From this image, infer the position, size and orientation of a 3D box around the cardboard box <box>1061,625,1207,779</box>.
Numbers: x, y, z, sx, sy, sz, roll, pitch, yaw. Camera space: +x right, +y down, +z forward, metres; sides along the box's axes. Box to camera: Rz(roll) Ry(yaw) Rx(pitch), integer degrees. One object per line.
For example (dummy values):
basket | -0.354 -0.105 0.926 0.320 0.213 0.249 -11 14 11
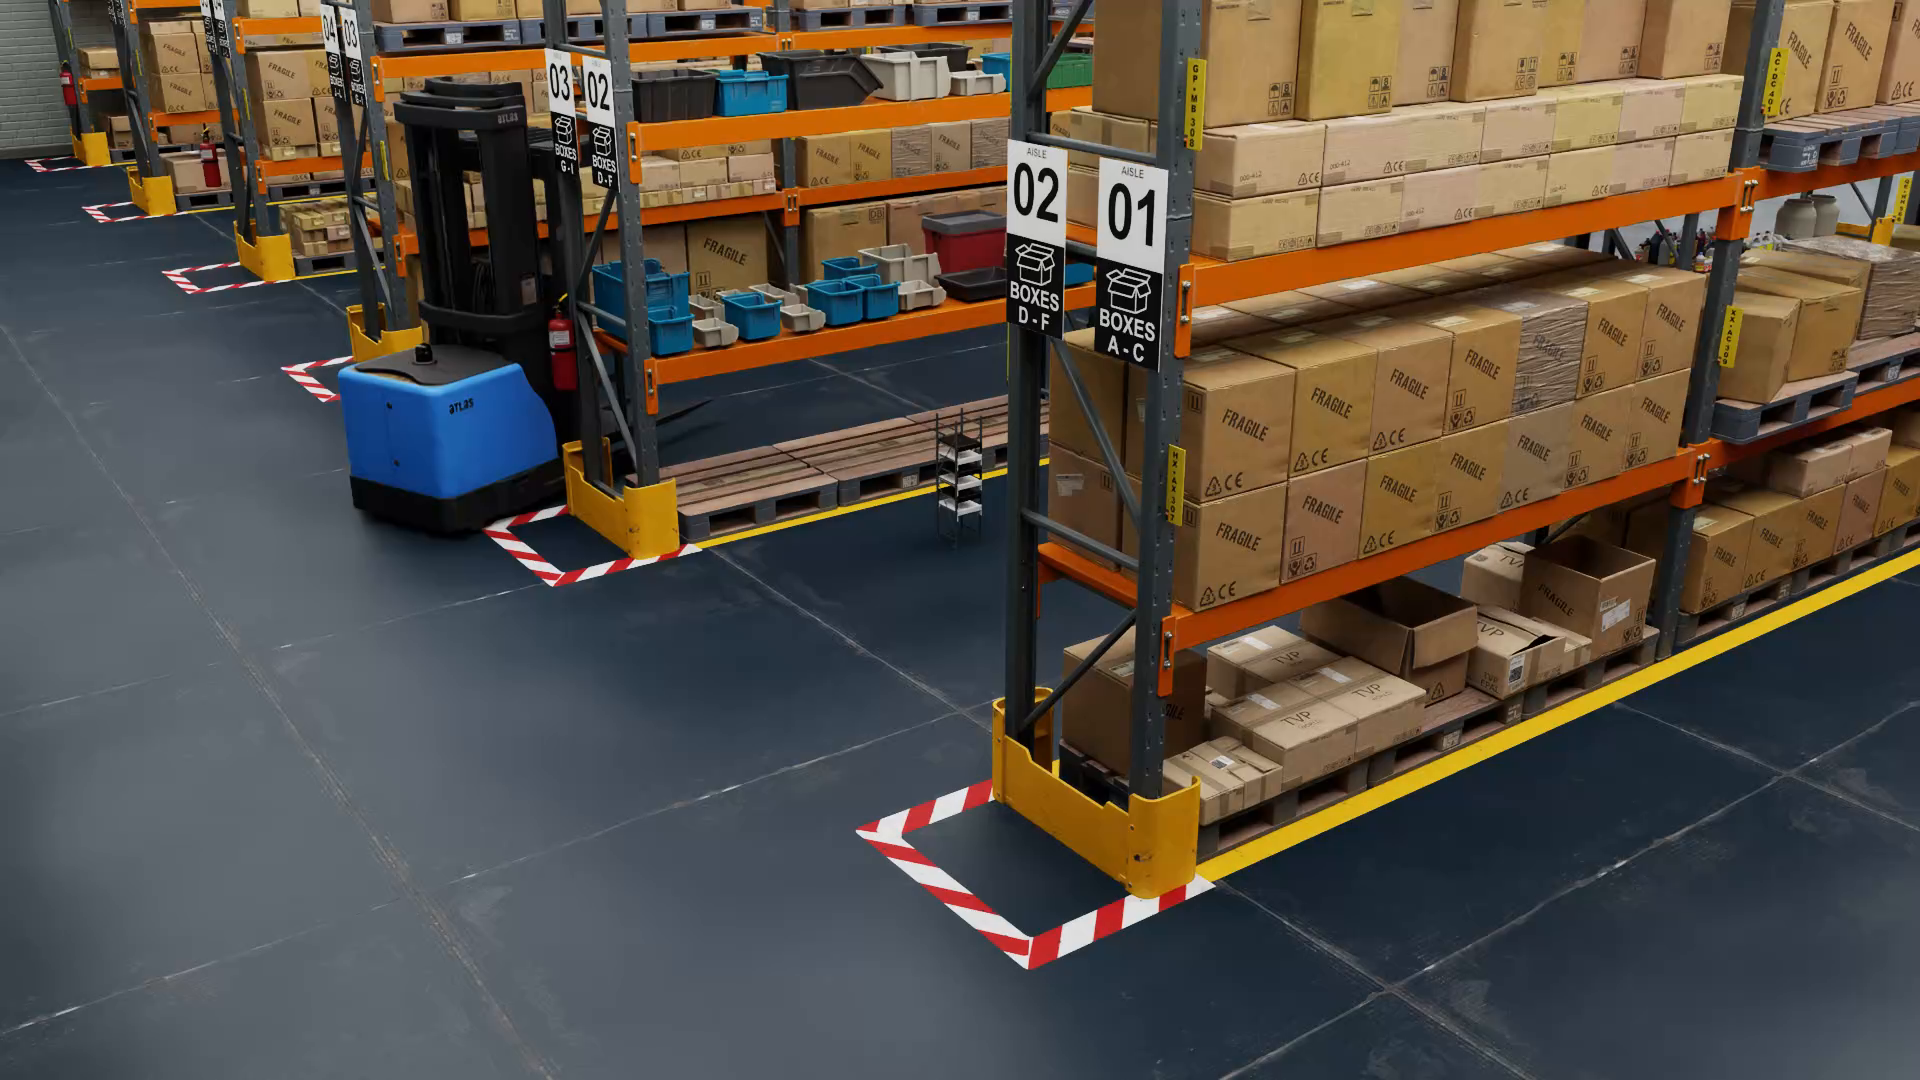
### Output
cardboard box | 0.850 0.783 8.167 0.500 0.500 0.500 -15 26 -33

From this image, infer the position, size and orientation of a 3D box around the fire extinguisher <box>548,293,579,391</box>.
fire extinguisher | -2.725 -1.368 11.385 0.183 0.674 0.296 -15 26 -33

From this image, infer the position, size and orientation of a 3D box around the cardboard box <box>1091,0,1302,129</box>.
cardboard box | 0.960 -2.002 6.836 0.500 0.500 0.700 -15 26 -33

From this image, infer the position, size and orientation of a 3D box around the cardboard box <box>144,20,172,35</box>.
cardboard box | -10.567 -6.750 21.907 0.250 0.149 0.380 -14 26 -32

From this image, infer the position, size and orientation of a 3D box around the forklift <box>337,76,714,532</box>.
forklift | -3.111 -1.913 12.235 1.130 2.935 3.031 13 25 29

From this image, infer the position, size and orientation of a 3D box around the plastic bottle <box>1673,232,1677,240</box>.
plastic bottle | 8.022 -3.329 18.763 0.133 0.283 0.061 -13 25 -29

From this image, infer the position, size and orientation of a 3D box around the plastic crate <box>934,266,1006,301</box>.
plastic crate | 0.158 -1.916 12.441 0.590 0.125 0.437 -15 26 -33

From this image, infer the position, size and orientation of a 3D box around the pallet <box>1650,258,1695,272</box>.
pallet | 7.973 -2.908 18.400 1.213 0.211 1.003 -15 26 -33

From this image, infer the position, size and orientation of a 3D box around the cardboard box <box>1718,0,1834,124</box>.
cardboard box | 4.252 -2.616 9.021 0.600 0.600 0.600 -18 28 -38

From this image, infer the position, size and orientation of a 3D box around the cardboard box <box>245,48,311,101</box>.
cardboard box | -7.525 -5.144 18.354 0.500 0.500 0.500 -15 26 -33

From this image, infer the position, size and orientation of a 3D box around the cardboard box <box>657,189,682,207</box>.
cardboard box | -2.874 -3.325 16.021 0.250 0.149 0.380 -14 26 -32

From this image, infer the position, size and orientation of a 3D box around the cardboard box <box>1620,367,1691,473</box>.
cardboard box | 3.544 -0.709 8.991 0.500 0.500 0.500 -14 26 -32

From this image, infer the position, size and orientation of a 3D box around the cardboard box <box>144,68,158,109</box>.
cardboard box | -10.780 -6.175 22.689 0.500 0.500 0.500 -15 26 -33

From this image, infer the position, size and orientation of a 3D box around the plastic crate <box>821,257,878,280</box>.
plastic crate | -0.820 -1.945 12.368 0.300 0.233 0.416 -15 26 -33

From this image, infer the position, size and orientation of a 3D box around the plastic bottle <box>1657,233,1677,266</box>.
plastic bottle | 7.842 -3.227 18.418 0.185 0.351 0.144 -15 26 -33

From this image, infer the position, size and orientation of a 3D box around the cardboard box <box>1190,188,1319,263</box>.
cardboard box | 1.118 -1.340 6.863 0.500 0.250 0.500 -15 26 -33

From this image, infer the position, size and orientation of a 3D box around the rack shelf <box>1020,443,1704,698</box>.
rack shelf | 2.176 -0.081 8.523 4.000 0.370 1.077 -15 26 -33

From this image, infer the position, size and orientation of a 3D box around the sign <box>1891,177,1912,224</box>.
sign | 6.720 -2.418 11.846 0.005 0.325 0.100 -15 26 -33

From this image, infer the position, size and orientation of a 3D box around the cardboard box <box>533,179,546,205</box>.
cardboard box | -3.854 -3.277 15.362 0.500 0.250 0.500 -16 27 -35

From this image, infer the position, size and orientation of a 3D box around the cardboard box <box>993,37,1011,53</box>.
cardboard box | 0.470 -7.255 24.047 0.500 0.500 0.700 -15 26 -32

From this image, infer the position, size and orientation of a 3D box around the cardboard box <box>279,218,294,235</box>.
cardboard box | -7.783 -3.687 19.466 0.250 0.149 0.380 -16 27 -34

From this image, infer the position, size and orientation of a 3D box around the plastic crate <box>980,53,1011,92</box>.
plastic crate | 0.357 -3.361 11.951 0.300 0.233 0.416 -15 26 -33

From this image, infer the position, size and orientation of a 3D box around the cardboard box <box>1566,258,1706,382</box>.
cardboard box | 3.540 -1.172 8.801 0.500 0.500 0.500 -15 26 -33

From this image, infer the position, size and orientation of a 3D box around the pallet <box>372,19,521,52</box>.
pallet | -4.634 -4.479 14.646 1.213 0.211 1.003 -15 26 -33

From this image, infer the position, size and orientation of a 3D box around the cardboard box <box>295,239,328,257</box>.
cardboard box | -7.432 -3.365 19.063 0.250 0.149 0.380 -14 26 -32

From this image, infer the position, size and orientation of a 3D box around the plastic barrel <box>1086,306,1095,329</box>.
plastic barrel | 1.361 -1.672 13.804 0.708 0.901 0.600 -15 26 -33

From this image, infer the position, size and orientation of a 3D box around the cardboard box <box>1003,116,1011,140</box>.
cardboard box | 0.600 -4.454 18.376 0.500 0.500 0.500 -15 26 -33

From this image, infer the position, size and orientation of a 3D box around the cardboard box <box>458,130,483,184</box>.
cardboard box | -4.276 -3.511 14.937 0.500 0.500 0.500 -16 27 -34

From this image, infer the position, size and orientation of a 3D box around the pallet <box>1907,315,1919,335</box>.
pallet | 6.537 -1.457 11.259 1.003 0.211 1.213 -15 26 -33

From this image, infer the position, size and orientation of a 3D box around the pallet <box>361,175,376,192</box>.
pallet | -8.433 -5.374 24.580 1.213 0.211 1.003 -15 26 -33

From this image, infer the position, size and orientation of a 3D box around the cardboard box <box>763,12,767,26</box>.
cardboard box | -3.177 -8.316 27.085 0.500 0.500 0.500 -14 26 -32

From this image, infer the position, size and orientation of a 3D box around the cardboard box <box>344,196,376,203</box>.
cardboard box | -7.142 -3.984 19.810 0.250 0.149 0.380 -16 27 -35

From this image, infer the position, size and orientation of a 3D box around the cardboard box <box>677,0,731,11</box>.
cardboard box | -2.583 -5.323 15.804 0.500 0.500 0.700 -17 27 -36

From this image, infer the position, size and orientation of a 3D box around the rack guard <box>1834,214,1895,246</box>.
rack guard | 10.617 -3.745 20.107 0.348 0.500 1.175 -15 26 -33

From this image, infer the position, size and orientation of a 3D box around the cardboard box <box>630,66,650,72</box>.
cardboard box | -4.157 -5.957 21.248 0.250 0.149 0.380 -16 27 -35

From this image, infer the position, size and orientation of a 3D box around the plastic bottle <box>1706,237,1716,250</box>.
plastic bottle | 8.217 -3.138 18.193 0.185 0.351 0.144 -15 26 -33

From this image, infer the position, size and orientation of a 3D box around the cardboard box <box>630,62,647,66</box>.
cardboard box | -5.188 -7.304 25.855 0.500 0.250 0.500 -14 26 -32

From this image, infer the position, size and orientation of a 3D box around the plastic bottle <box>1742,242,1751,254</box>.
plastic bottle | 8.613 -3.127 18.258 0.133 0.283 0.061 -14 25 -31

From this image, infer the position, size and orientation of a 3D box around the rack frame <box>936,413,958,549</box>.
rack frame | -0.089 -0.394 11.170 0.006 0.900 0.240 -15 26 -33

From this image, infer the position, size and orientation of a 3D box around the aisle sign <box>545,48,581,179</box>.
aisle sign | -2.567 -2.753 10.741 0.004 0.787 0.394 -15 26 -33

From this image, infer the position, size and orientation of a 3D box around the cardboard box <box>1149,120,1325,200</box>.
cardboard box | 1.122 -1.571 6.766 0.500 0.250 0.500 -15 26 -33

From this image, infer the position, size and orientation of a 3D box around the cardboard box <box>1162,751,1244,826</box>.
cardboard box | 1.093 1.150 7.719 0.250 0.149 0.380 -15 26 -33

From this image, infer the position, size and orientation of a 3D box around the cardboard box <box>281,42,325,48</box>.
cardboard box | -7.407 -5.410 19.021 0.500 0.500 0.500 -16 27 -35

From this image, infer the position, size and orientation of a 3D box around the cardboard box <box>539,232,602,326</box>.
cardboard box | -4.018 -2.531 15.992 0.875 0.875 0.875 -15 26 -33

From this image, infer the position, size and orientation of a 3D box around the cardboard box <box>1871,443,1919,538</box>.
cardboard box | 6.004 -0.372 11.061 0.500 0.500 0.500 -16 27 -35

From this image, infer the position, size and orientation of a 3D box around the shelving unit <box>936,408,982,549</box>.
shelving unit | -0.007 -0.416 11.225 0.210 0.900 0.258 -15 26 -33

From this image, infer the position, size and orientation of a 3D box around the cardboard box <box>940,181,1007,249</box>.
cardboard box | -0.036 -3.569 18.594 0.875 0.875 1.225 -15 26 -33

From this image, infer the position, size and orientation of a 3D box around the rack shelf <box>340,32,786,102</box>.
rack shelf | -3.606 -4.455 15.438 4.000 0.370 1.077 -15 26 -33

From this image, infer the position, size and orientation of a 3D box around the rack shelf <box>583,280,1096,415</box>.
rack shelf | -0.714 -1.572 12.259 4.000 0.370 1.077 -15 26 -33

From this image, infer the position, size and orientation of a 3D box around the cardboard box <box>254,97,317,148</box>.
cardboard box | -7.519 -4.676 18.531 0.500 0.500 0.500 -14 25 -30

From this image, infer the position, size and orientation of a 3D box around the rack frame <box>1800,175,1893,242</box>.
rack frame | 10.651 -4.936 19.720 0.127 3.000 1.000 -15 26 -33

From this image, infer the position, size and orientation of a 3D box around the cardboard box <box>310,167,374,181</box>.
cardboard box | -9.069 -5.518 24.068 0.875 0.438 0.875 -16 27 -34

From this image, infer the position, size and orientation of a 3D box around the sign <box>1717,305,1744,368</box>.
sign | 4.123 -1.089 8.909 0.005 0.325 0.100 -15 26 -33

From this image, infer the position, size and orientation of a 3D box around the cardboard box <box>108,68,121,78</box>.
cardboard box | -13.313 -7.378 26.178 0.250 0.149 0.380 -14 26 -32

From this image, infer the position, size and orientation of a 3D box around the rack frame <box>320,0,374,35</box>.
rack frame | -5.230 -5.750 13.663 0.127 3.000 1.000 -15 26 -33

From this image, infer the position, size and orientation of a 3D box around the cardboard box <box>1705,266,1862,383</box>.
cardboard box | 4.836 -1.293 9.887 0.500 0.500 0.700 -10 24 -25

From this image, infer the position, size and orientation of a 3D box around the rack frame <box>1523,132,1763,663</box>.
rack frame | 3.800 -0.848 9.474 0.127 3.000 1.000 -15 26 -33
